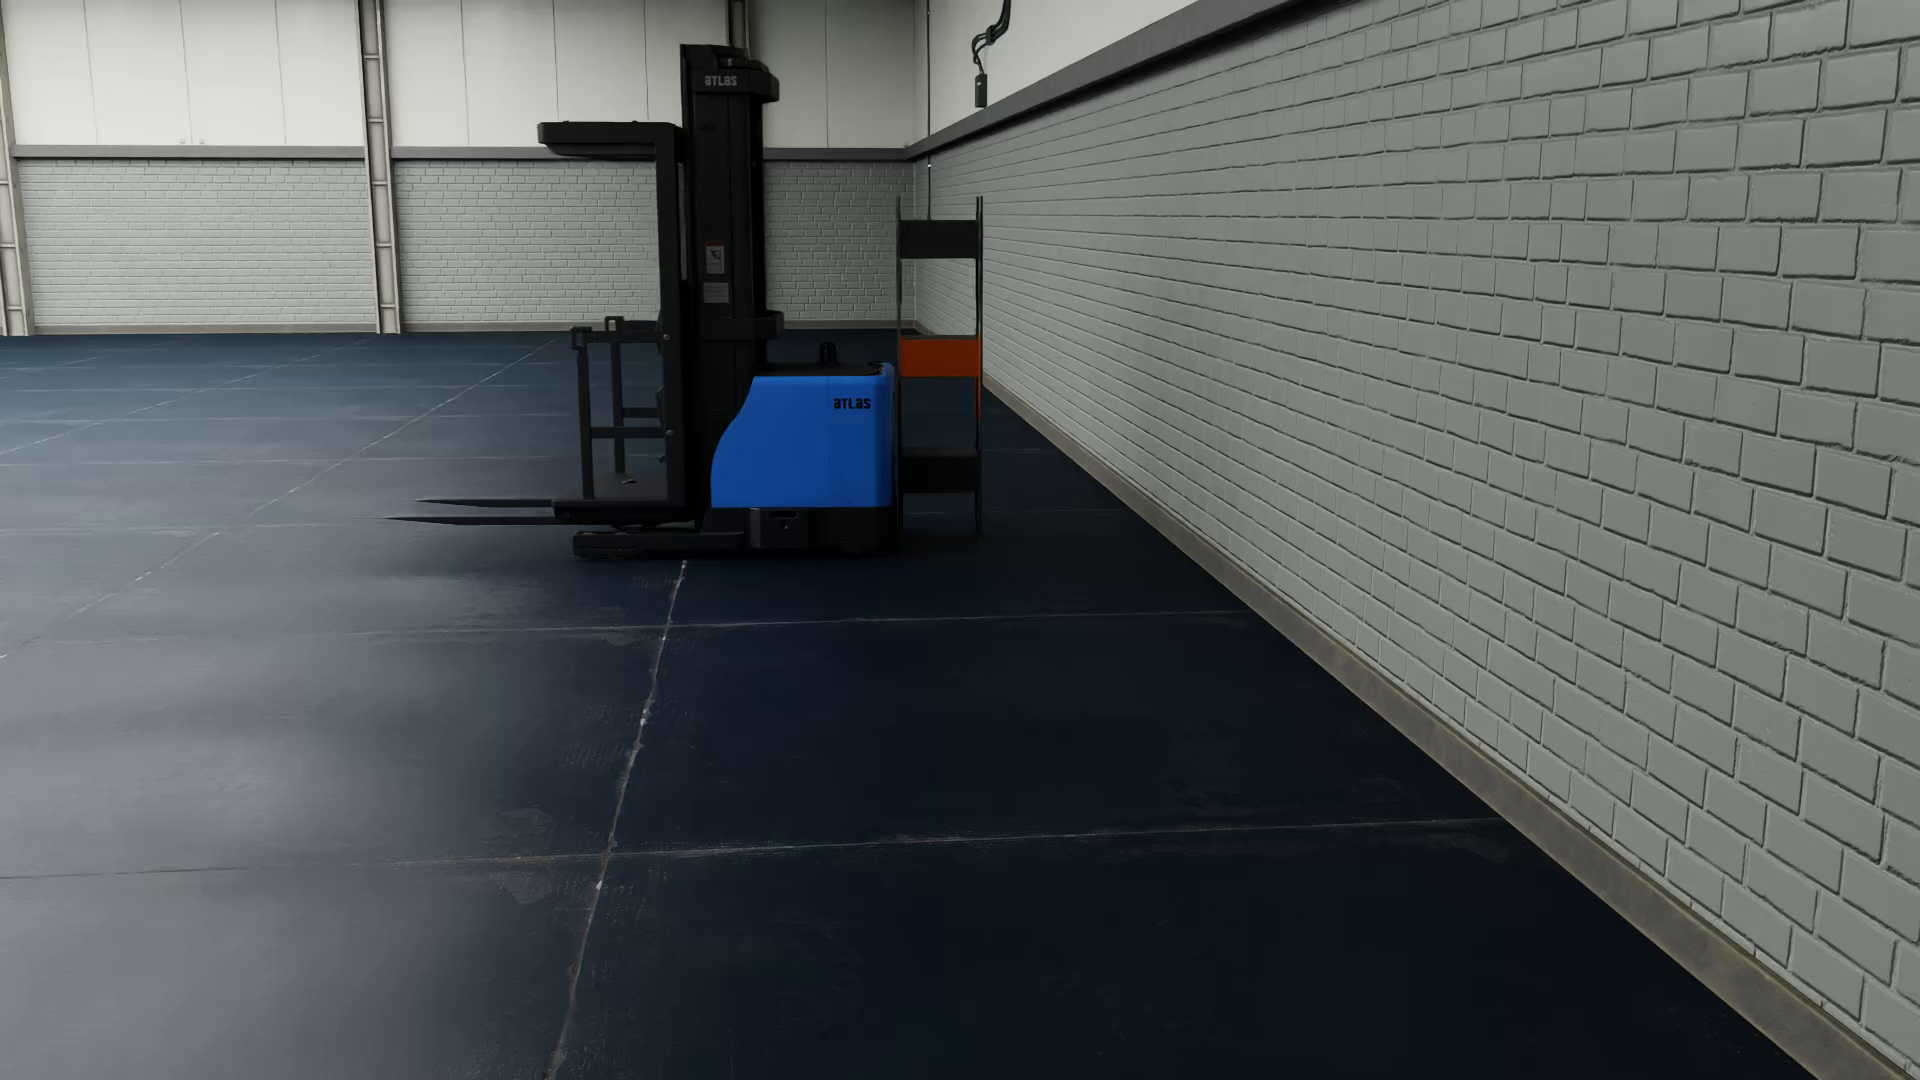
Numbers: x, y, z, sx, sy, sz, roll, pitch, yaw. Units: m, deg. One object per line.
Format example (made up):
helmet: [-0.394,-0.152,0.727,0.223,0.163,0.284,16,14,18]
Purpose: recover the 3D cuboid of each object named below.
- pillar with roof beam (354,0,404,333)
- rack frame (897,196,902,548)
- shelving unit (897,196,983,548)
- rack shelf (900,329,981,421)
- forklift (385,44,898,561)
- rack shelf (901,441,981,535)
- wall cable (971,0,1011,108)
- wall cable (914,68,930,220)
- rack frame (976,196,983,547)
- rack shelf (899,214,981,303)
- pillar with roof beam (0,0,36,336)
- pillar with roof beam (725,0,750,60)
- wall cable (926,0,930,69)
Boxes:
pillar with roof beam: [-9.249,-7.129,23.303,0.400,9.000,9.100,-1,11,-6]
rack frame: [-0.369,-1.023,10.126,0.015,2.100,0.400,-1,11,-3]
shelving unit: [-0.125,-1.025,10.137,0.503,2.100,0.431,-1,11,-3]
rack shelf: [-0.125,-1.011,10.140,0.480,0.518,0.431,-1,11,-3]
forklift: [-1.912,-1.420,9.995,3.031,2.935,1.130,0,11,-1]
rack shelf: [-0.125,-0.324,10.275,0.480,0.518,0.431,-1,11,-3]
wall cable: [0.332,-7.735,17.570,0.169,6.003,2.305,-1,11,-6]
wall cable: [-0.677,-6.364,27.460,0.112,2.526,3.097,-1,11,-6]
rack frame: [0.119,-1.027,10.148,0.015,2.100,0.400,-1,11,-3]
rack shelf: [-0.125,-1.698,10.005,0.480,0.518,0.431,-1,11,-3]
pillar with roof beam: [-15.214,-7.004,22.667,0.400,9.000,9.100,-1,11,-6]
pillar with roof beam: [-3.284,-7.254,23.939,0.400,9.000,9.100,-1,11,-6]
wall cable: [-0.385,-8.323,24.334,0.112,2.526,3.097,-1,11,-6]
